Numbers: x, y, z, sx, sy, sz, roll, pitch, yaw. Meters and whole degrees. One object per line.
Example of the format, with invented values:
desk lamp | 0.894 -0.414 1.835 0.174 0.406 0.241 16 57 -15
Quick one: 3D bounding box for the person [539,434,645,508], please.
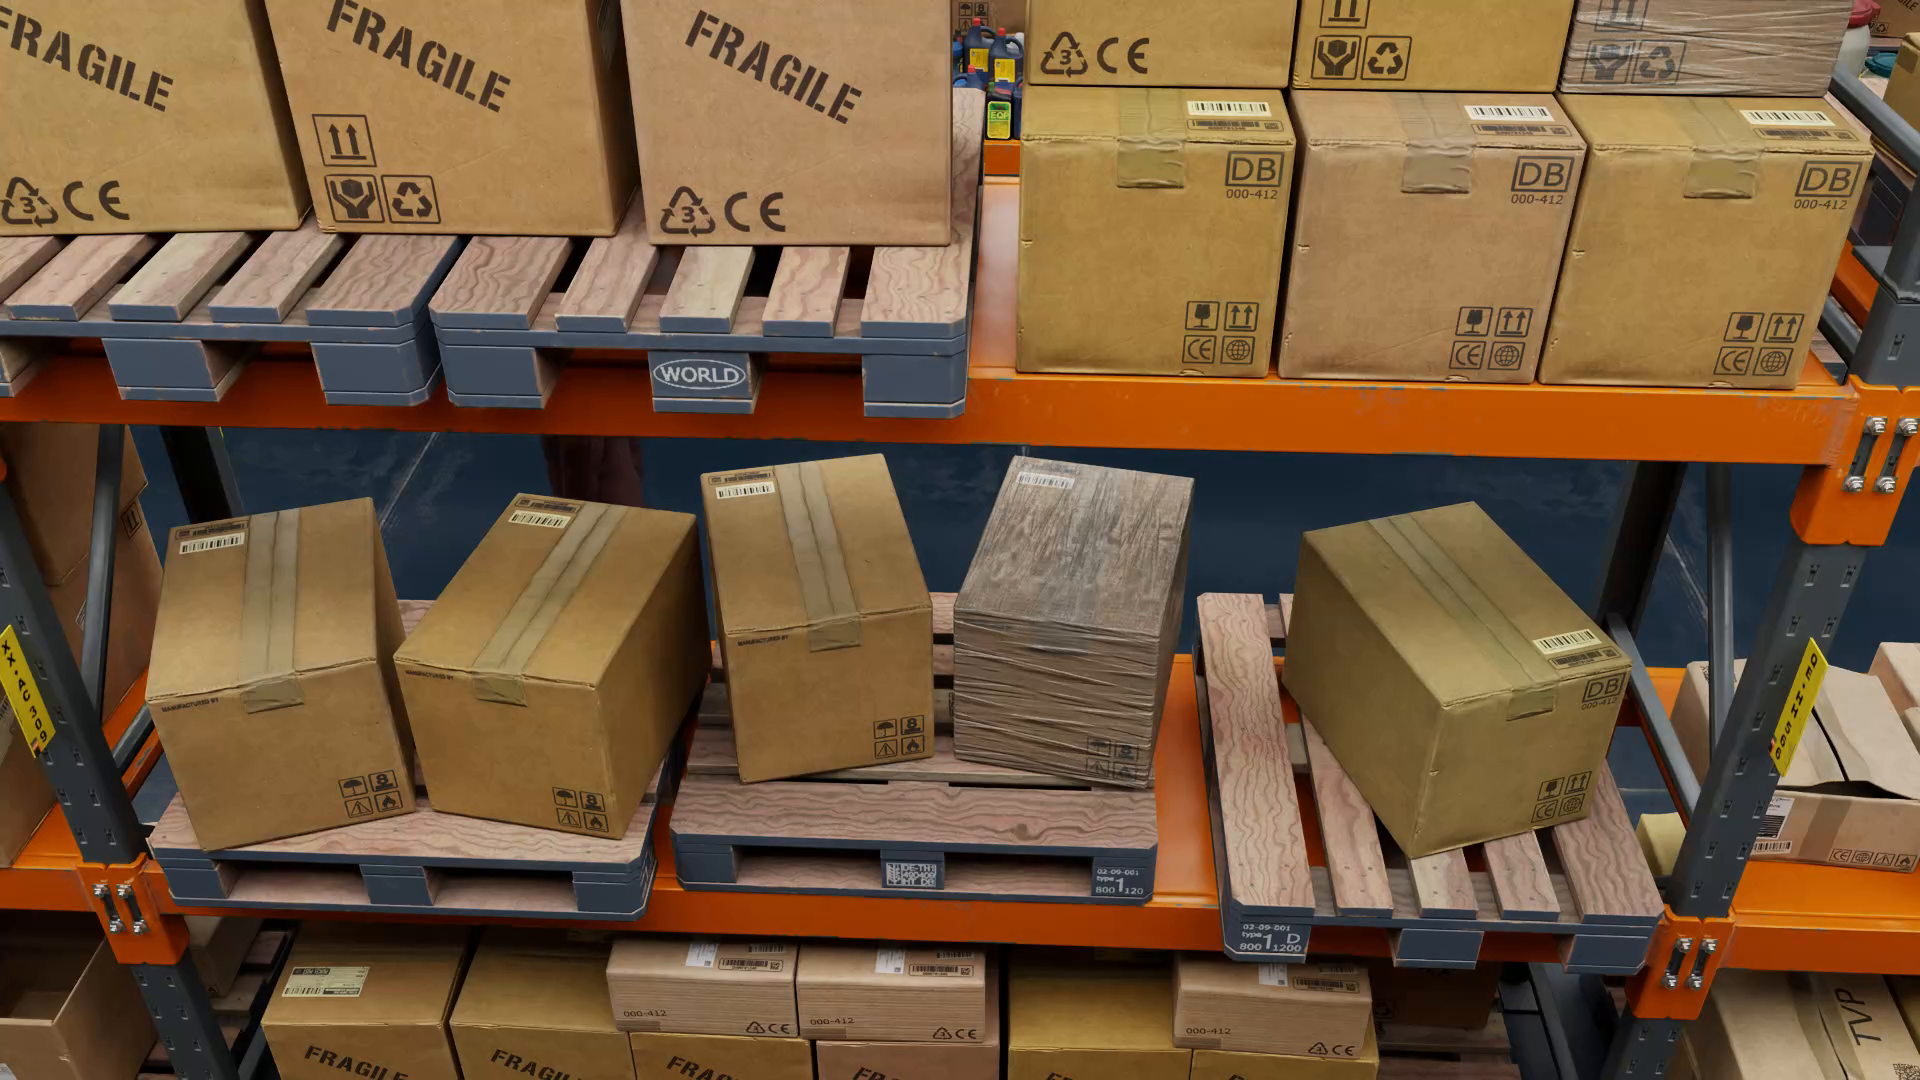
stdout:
person | -1.343 -0.059 6.253 0.532 1.735 0.583 0 35 0
